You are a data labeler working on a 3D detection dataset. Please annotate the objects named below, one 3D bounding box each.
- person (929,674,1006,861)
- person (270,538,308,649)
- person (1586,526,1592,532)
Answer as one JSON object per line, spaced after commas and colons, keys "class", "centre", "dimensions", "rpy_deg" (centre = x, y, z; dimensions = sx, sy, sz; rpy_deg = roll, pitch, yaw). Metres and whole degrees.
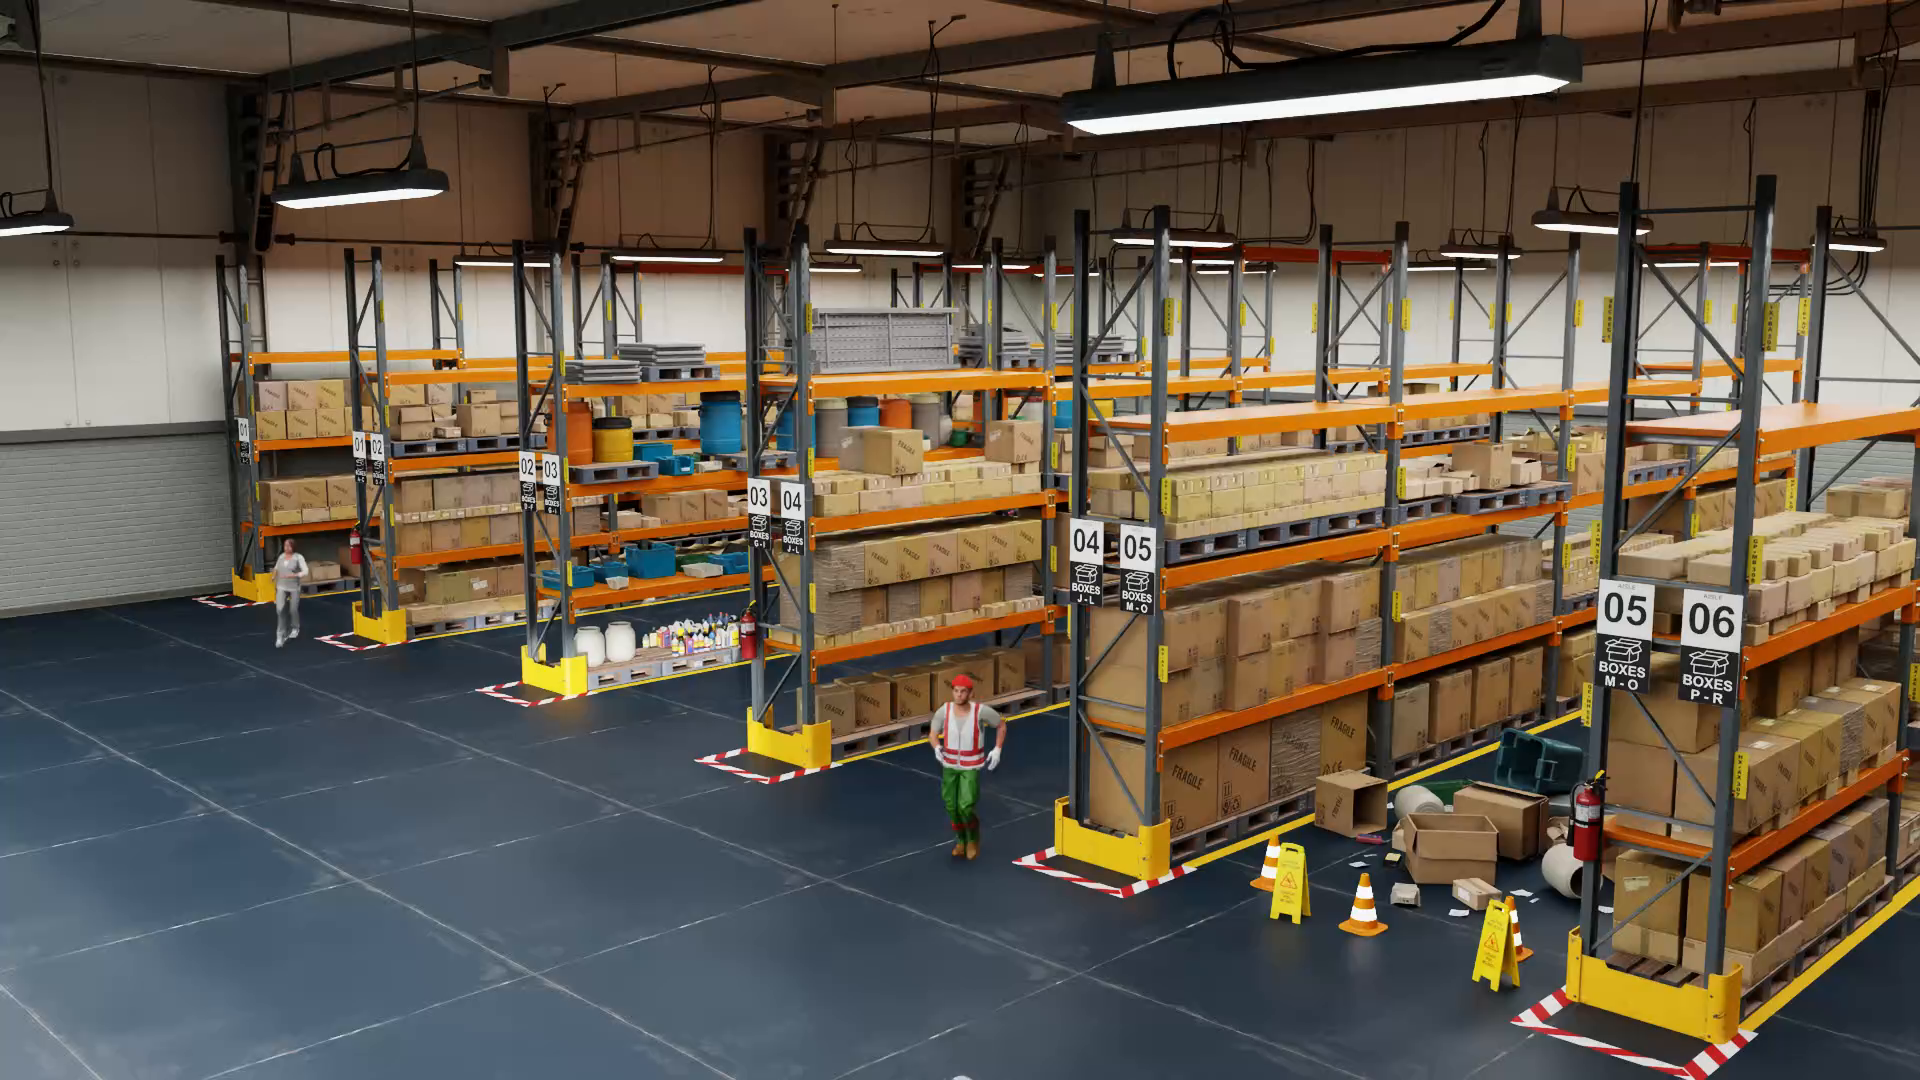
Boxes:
{"class": "person", "centre": [0.034, 2.125, 15.402], "dimensions": [0.692, 1.776, 0.666], "rpy_deg": [2, 8, 16]}
{"class": "person", "centre": [-10.223, 0.791, 25.372], "dimensions": [0.588, 1.634, 0.753], "rpy_deg": [-1, 8, -8]}
{"class": "person", "centre": [10.303, 0.592, 26.778], "dimensions": [0.912, 1.700, 0.734], "rpy_deg": [-6, 10, -35]}
